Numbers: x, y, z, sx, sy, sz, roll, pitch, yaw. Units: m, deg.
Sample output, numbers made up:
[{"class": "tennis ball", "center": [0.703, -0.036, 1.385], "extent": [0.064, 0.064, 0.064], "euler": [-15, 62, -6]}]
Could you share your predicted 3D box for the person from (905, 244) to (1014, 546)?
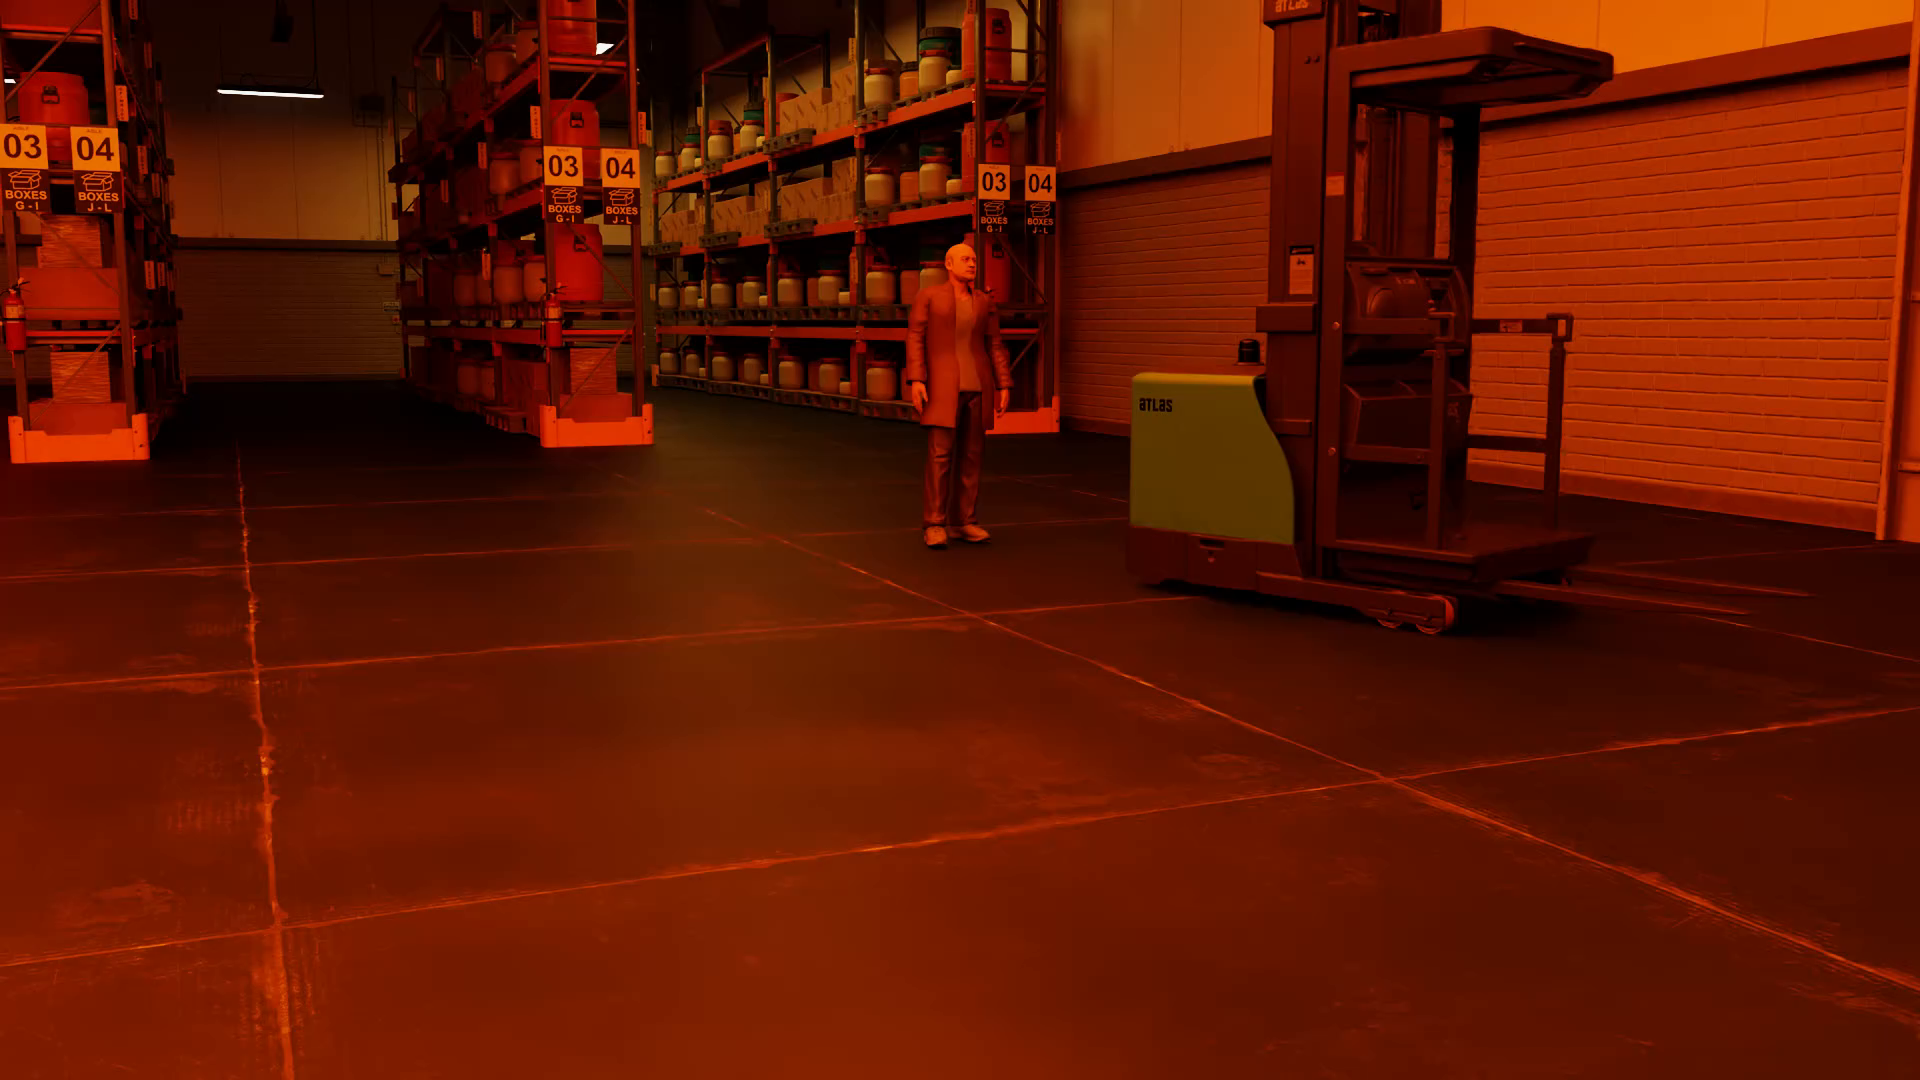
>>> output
[{"class": "person", "center": [0.033, -0.877, 9.952], "extent": [0.696, 1.778, 0.579], "euler": [-3, 8, -23]}]

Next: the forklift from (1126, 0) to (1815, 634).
[{"class": "forklift", "center": [2.204, -1.125, 7.471], "extent": [1.130, 2.935, 3.031], "euler": [-7, 10, -42]}]
